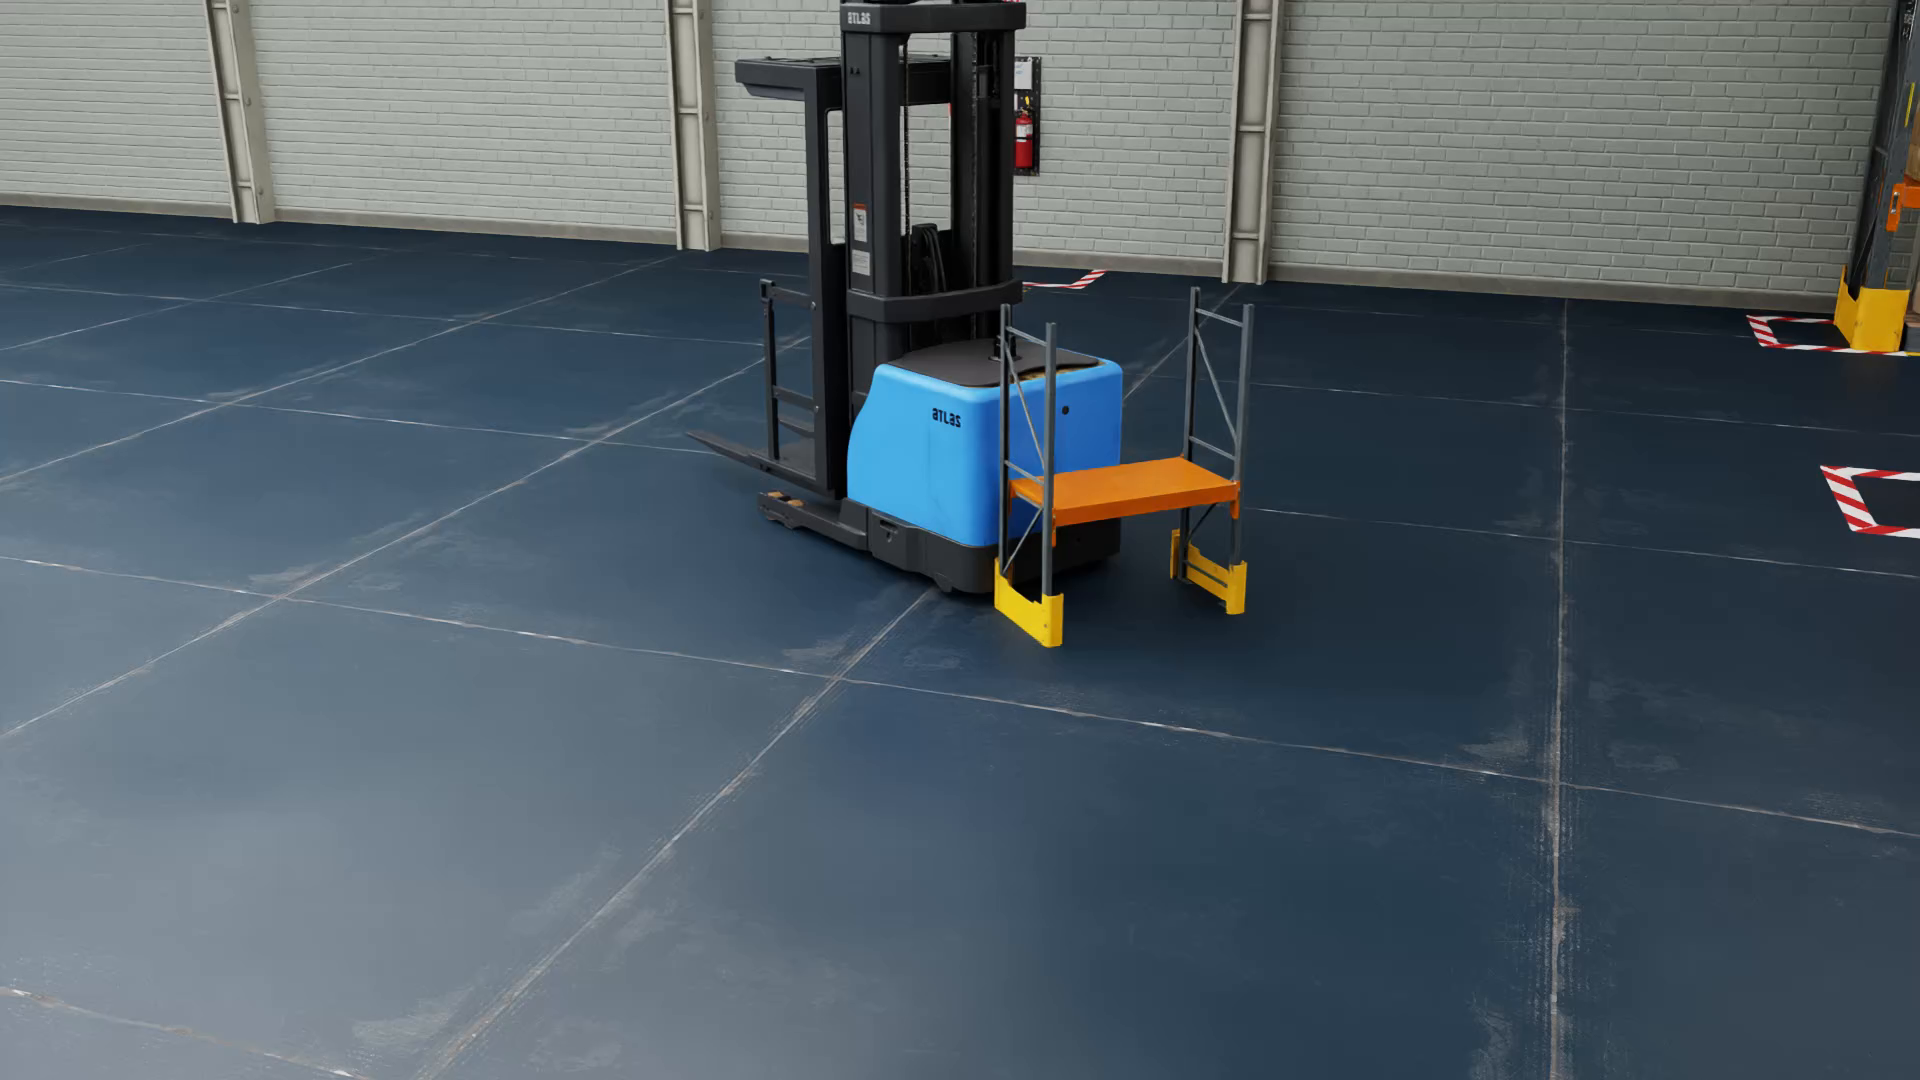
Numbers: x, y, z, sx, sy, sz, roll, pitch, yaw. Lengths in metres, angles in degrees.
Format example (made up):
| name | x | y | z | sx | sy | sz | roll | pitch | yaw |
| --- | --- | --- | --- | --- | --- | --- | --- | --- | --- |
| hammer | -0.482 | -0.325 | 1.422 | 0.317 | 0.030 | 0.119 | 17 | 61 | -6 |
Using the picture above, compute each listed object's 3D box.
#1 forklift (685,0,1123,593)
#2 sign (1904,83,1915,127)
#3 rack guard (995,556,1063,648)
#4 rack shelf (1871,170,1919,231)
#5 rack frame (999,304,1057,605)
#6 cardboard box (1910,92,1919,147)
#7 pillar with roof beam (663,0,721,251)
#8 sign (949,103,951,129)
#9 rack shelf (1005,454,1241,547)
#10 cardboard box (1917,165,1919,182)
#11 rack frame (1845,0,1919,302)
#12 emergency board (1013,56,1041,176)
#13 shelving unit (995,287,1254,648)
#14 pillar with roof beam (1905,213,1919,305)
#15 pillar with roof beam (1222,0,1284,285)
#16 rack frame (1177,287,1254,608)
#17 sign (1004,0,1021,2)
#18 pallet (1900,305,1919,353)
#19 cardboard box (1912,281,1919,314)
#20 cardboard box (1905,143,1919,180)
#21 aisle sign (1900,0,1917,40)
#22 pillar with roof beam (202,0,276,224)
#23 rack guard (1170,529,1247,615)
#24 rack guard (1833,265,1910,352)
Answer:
| name | x | y | z | sx | sy | sz | roll | pitch | yaw |
| --- | --- | --- | --- | --- | --- | --- | --- | --- | --- |
| forklift | -0.488 | -1.535 | 9.026 | 1.130 | 2.935 | 3.031 | -15 | 24 | -37 |
| sign | 7.352 | -3.372 | 12.877 | 0.005 | 0.325 | 0.100 | 7 | 20 | 18 |
| rack guard | 0.321 | 0.287 | 7.872 | 0.087 | 0.250 | 0.587 | -8 | 21 | -23 |
| rack shelf | 9.420 | -2.576 | 13.002 | 4.000 | 0.370 | 1.077 | 7 | 20 | 18 |
| rack frame | 0.303 | -0.300 | 7.659 | 0.032 | 1.500 | 0.500 | -8 | 21 | -23 |
| cardboard box | 8.045 | -3.440 | 13.445 | 0.500 | 0.500 | 0.500 | 6 | 20 | 17 |
| pillar with roof beam | -4.273 | -6.116 | 12.949 | 0.400 | 9.000 | 9.100 | 7 | 20 | 18 |
| sign | -0.003 | -4.361 | 16.975 | 0.234 | 0.329 | 0.001 | 7 | 20 | 18 |
| rack shelf | 0.766 | -0.200 | 7.917 | 1.000 | 0.185 | 0.538 | -8 | 21 | -23 |
| cardboard box | 7.887 | -2.919 | 13.091 | 0.500 | 0.250 | 0.500 | 6 | 20 | 16 |
| rack frame | 7.530 | -3.132 | 13.504 | 0.127 | 3.000 | 1.000 | 7 | 20 | 18 |
| emergency board | 0.486 | -4.252 | 16.717 | 0.643 | 1.169 | 0.194 | 7 | 20 | 18 |
| shelving unit | 0.775 | -0.371 | 7.861 | 1.083 | 1.500 | 0.587 | -8 | 21 | -23 |
| pillar with roof beam | 7.063 | -4.819 | 9.231 | 0.400 | 9.000 | 9.100 | 7 | 20 | 18 |
| pillar with roof beam | 1.395 | -5.468 | 11.090 | 0.400 | 9.000 | 9.100 | 7 | 20 | 18 |
| rack frame | 1.229 | -0.439 | 8.056 | 0.032 | 1.500 | 0.500 | -8 | 21 | -23 |
| sign | 0.511 | -5.379 | 16.427 | 0.199 | 0.298 | 0.001 | 7 | 20 | 18 |
| pallet | 8.358 | -1.708 | 13.656 | 1.213 | 0.211 | 1.003 | 7 | 20 | 18 |
| cardboard box | 8.154 | -1.967 | 13.579 | 0.500 | 0.311 | 0.500 | 4 | 20 | 12 |
| cardboard box | 8.035 | -3.080 | 13.553 | 0.500 | 0.250 | 0.500 | 7 | 20 | 19 |
| aisle sign | 7.364 | -4.274 | 12.830 | 0.004 | 0.787 | 0.394 | 7 | 20 | 18 |
| pillar with roof beam | -9.941 | -6.764 | 14.809 | 0.400 | 9.000 | 9.100 | 7 | 20 | 18 |
| rack guard | 1.228 | 0.152 | 8.261 | 0.087 | 0.250 | 0.587 | -8 | 21 | -23 |
| rack guard | 7.602 | -1.943 | 13.892 | 0.348 | 0.500 | 1.175 | 7 | 20 | 18 |
